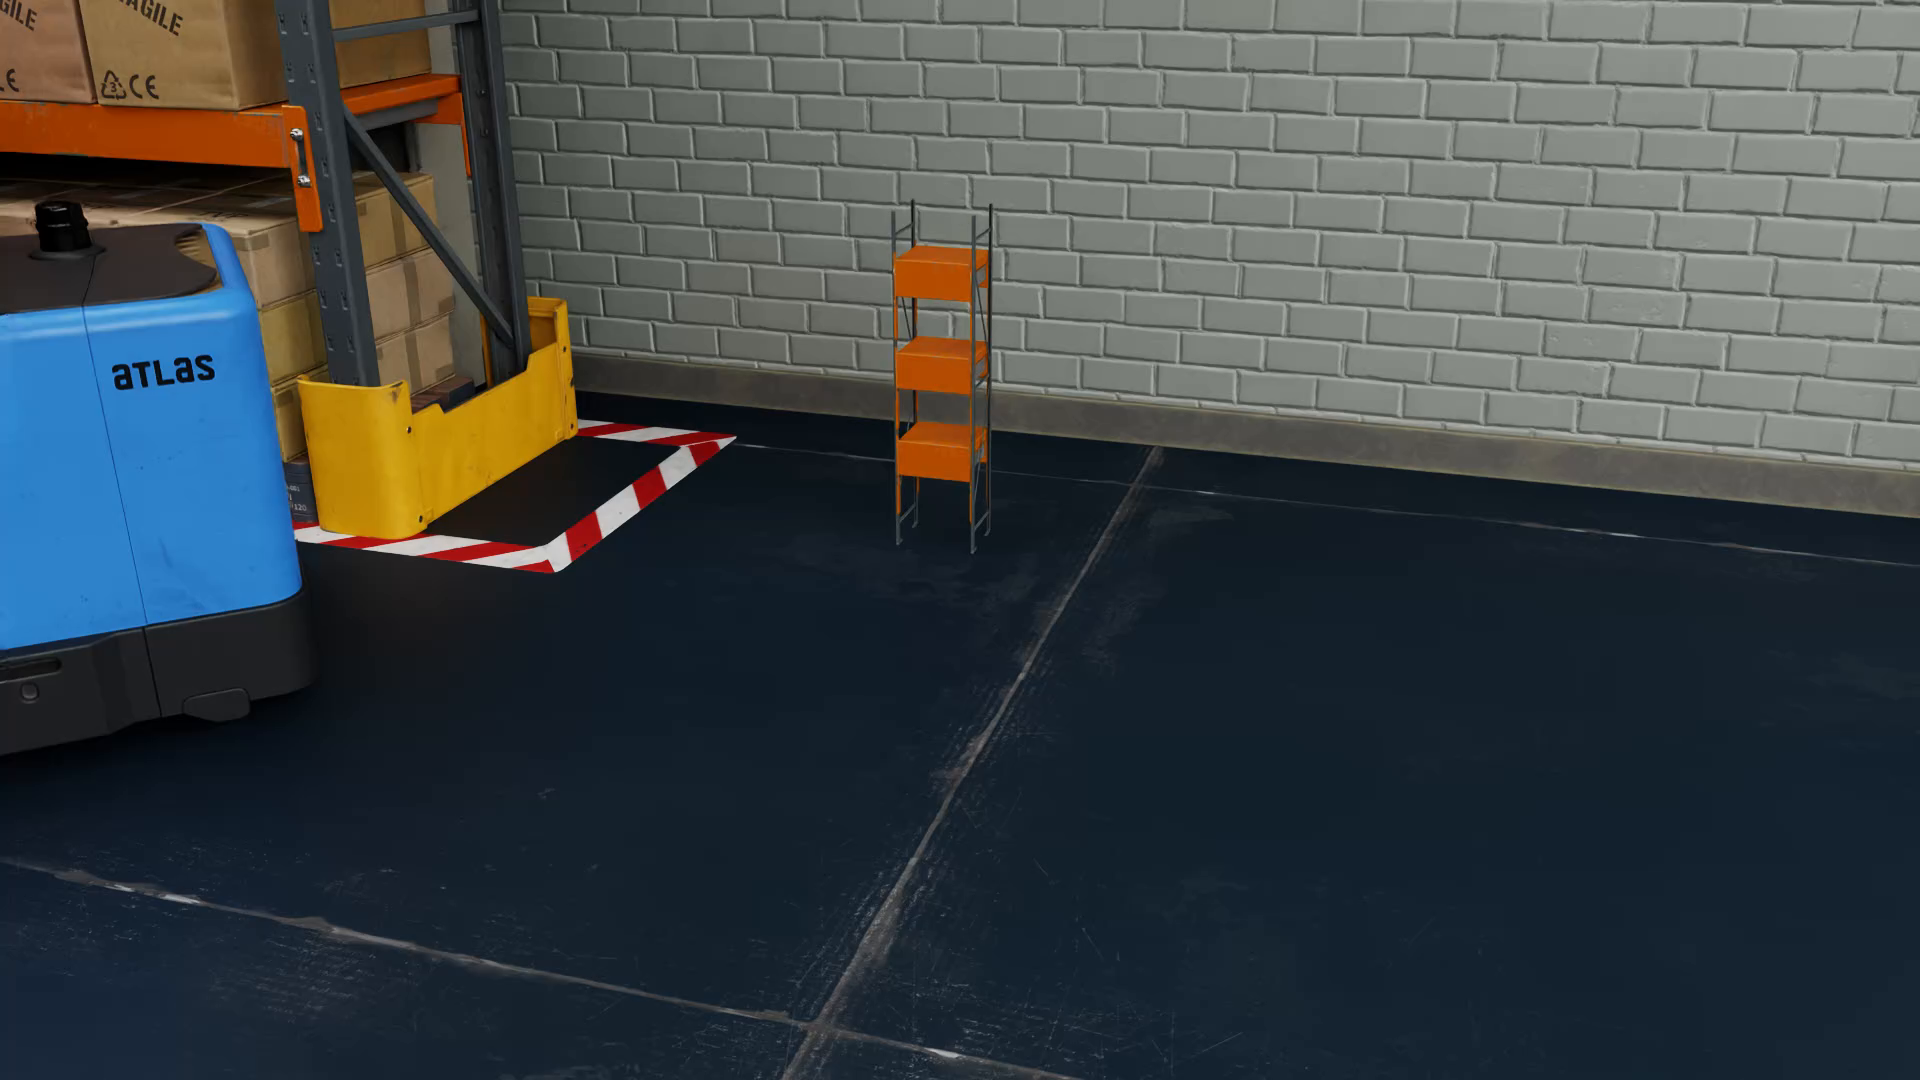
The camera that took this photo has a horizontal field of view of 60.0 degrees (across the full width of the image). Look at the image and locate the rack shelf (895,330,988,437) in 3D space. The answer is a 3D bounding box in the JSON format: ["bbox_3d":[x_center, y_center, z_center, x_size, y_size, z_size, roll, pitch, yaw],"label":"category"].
[{"bbox_3d":[-0.051,-0.482,5.089,0.240,0.259,0.215,7,23,16],"label":"rack shelf"}]

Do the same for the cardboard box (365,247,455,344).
[{"bbox_3d":[-2.166,-0.897,5.914,0.500,0.250,0.500,7,23,16],"label":"cardboard box"}]

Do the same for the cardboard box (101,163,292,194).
[{"bbox_3d":[-2.661,-1.176,5.936,0.500,0.250,0.500,7,23,16],"label":"cardboard box"}]

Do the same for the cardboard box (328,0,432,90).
[{"bbox_3d":[-2.170,-1.818,5.617,0.500,0.500,0.500,7,23,17],"label":"cardboard box"}]

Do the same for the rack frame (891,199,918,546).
[{"bbox_3d":[-0.168,-0.505,5.118,0.008,1.050,0.200,7,23,16],"label":"rack frame"}]

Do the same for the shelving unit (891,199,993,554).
[{"bbox_3d":[-0.051,-0.492,5.085,0.252,1.050,0.215,7,23,16],"label":"shelving unit"}]

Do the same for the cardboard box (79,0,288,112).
[{"bbox_3d":[-2.323,-1.621,5.137,0.500,0.500,0.500,6,23,14],"label":"cardboard box"}]

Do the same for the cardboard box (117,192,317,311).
[{"bbox_3d":[-2.307,-0.938,5.356,0.500,0.250,0.500,7,23,17],"label":"cardboard box"}]

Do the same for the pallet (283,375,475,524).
[{"bbox_3d":[-2.520,-0.395,5.954,1.213,0.211,1.003,7,23,16],"label":"pallet"}]

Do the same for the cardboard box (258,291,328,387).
[{"bbox_3d":[-2.333,-0.709,5.458,0.500,0.250,0.500,6,23,15],"label":"cardboard box"}]

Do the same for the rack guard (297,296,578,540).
[{"bbox_3d":[-1.753,-0.457,5.725,0.348,0.500,1.175,7,23,16],"label":"rack guard"}]

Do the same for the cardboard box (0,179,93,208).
[{"bbox_3d":[-3.284,-1.044,5.614,0.500,0.250,0.500,7,23,16],"label":"cardboard box"}]

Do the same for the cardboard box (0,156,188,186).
[{"bbox_3d":[-3.137,-1.234,6.079,0.500,0.250,0.500,6,23,15],"label":"cardboard box"}]

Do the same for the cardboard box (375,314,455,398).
[{"bbox_3d":[-2.190,-0.663,6.004,0.500,0.250,0.500,7,23,16],"label":"cardboard box"}]

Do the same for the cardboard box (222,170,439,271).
[{"bbox_3d":[-2.182,-1.122,5.806,0.500,0.250,0.500,6,23,15],"label":"cardboard box"}]

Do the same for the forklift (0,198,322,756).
[{"bbox_3d":[-3.185,-0.848,3.475,3.031,2.935,1.130,-10,25,-24],"label":"forklift"}]

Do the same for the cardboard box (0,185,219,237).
[{"bbox_3d":[-2.798,-0.992,5.488,0.500,0.250,0.500,7,23,16],"label":"cardboard box"}]

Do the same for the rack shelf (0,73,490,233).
[{"bbox_3d":[-3.691,-1.502,5.928,4.000,0.370,1.077,7,23,16],"label":"rack shelf"}]

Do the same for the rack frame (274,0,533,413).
[{"bbox_3d":[-1.776,-1.616,5.257,0.127,3.000,1.000,7,23,16],"label":"rack frame"}]

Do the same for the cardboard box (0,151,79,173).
[{"bbox_3d":[-3.625,-1.293,6.222,0.500,0.250,0.500,6,23,14],"label":"cardboard box"}]

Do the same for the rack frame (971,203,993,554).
[{"bbox_3d":[0.066,-0.478,5.052,0.008,1.050,0.200,7,23,16],"label":"rack frame"}]

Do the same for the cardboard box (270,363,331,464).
[{"bbox_3d":[-2.317,-0.475,5.545,0.500,0.250,0.500,7,23,16],"label":"cardboard box"}]

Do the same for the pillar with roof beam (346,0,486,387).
[{"bbox_3d":[-3.426,-3.231,1.290,0.400,9.000,9.100,7,23,16],"label":"pillar with roof beam"}]

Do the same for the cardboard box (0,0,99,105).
[{"bbox_3d":[-2.817,-1.681,5.284,0.500,0.500,0.500,7,23,17],"label":"cardboard box"}]

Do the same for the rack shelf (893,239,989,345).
[{"bbox_3d":[-0.051,-0.744,4.981,0.240,0.259,0.215,7,23,16],"label":"rack shelf"}]

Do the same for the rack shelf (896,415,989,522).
[{"bbox_3d":[-0.051,-0.225,5.195,0.240,0.259,0.215,7,23,16],"label":"rack shelf"}]
